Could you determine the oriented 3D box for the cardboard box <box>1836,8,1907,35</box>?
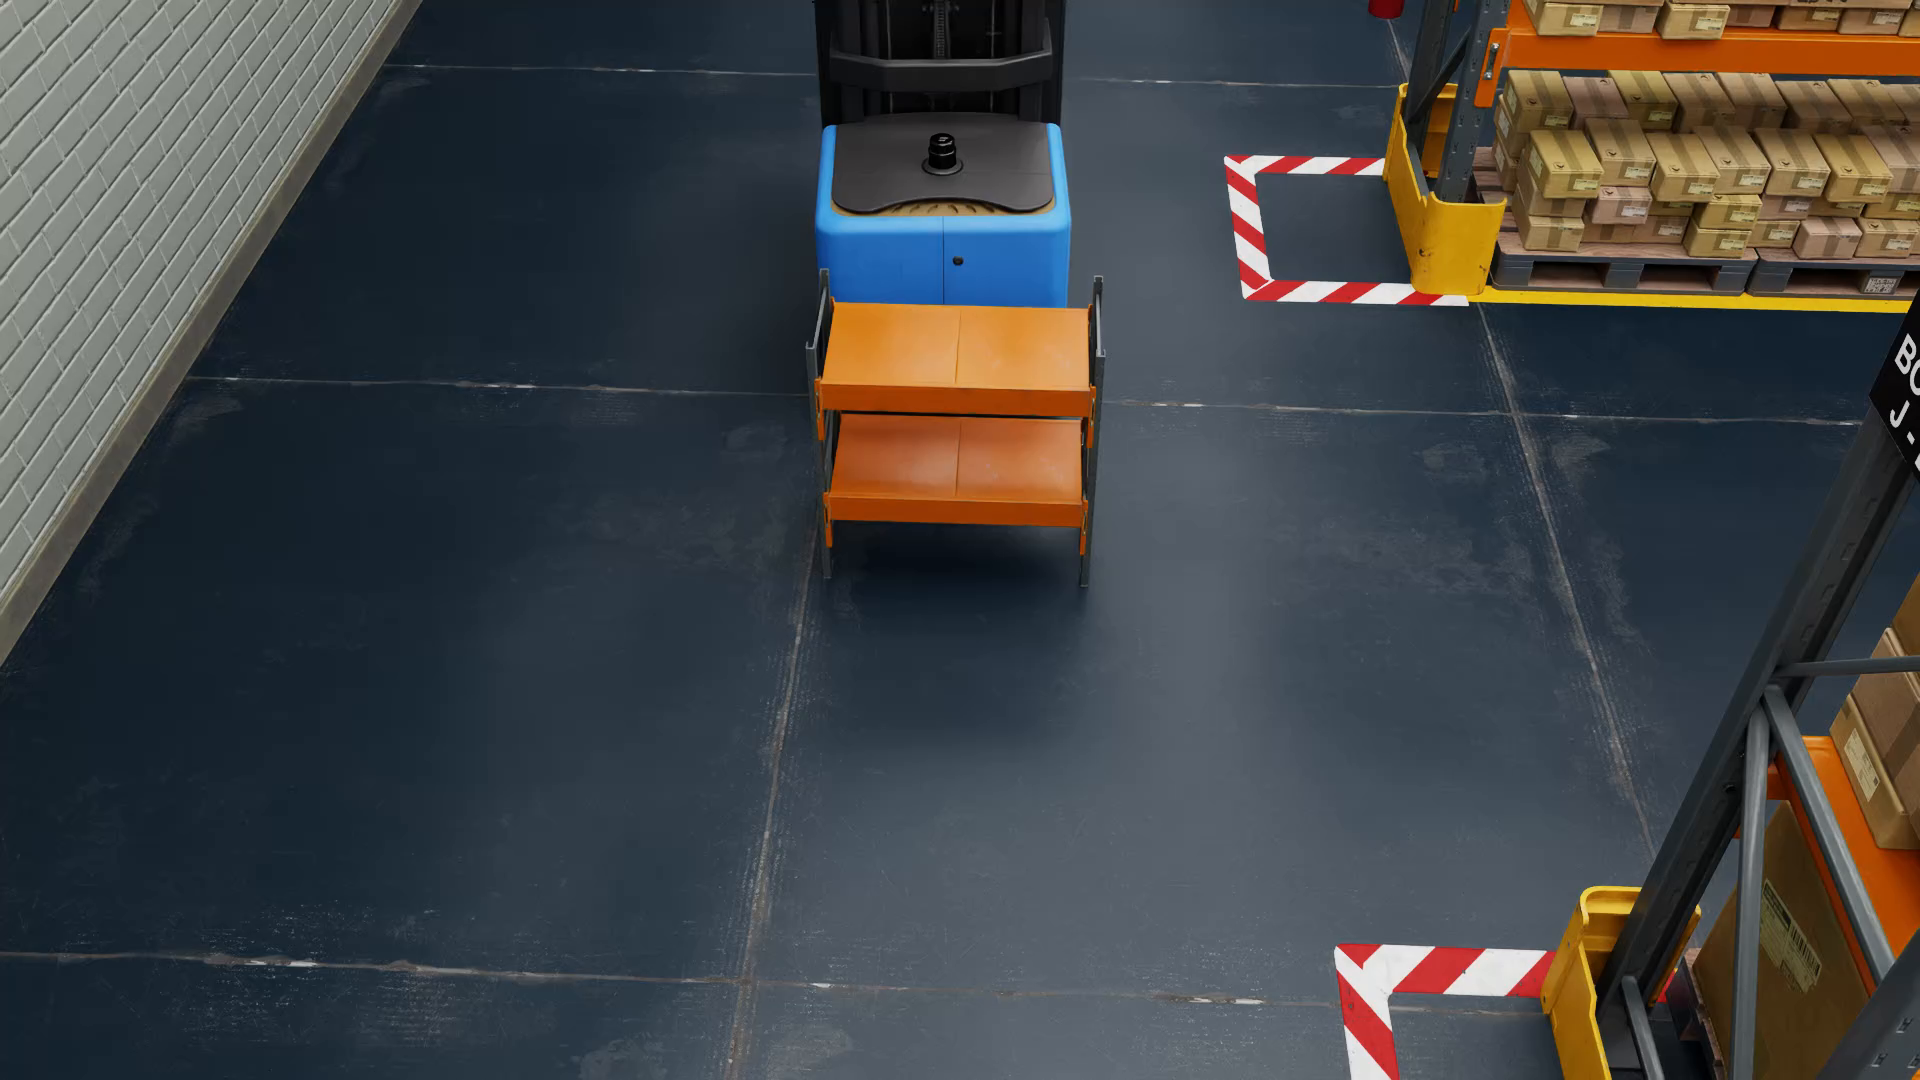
[{"bbox_3d":[3.927,-2.363,7.271,0.250,0.149,0.380,1,43,1],"label":"cardboard box"}]

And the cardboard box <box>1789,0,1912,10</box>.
[{"bbox_3d":[3.776,-2.600,7.049,0.500,0.500,0.500,2,43,2],"label":"cardboard box"}]

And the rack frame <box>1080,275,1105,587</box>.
[{"bbox_3d":[0.501,-0.396,6.350,0.032,1.125,0.500,2,43,2],"label":"rack frame"}]

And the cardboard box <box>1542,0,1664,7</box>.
[{"bbox_3d":[2.751,-2.623,7.073,0.500,0.500,0.500,4,43,4],"label":"cardboard box"}]

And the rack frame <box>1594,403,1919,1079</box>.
[{"bbox_3d":[1.991,0.695,3.803,0.127,3.000,1.000,2,43,2],"label":"rack frame"}]

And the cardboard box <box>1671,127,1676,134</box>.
[{"bbox_3d":[3.638,-1.984,8.244,0.250,0.149,0.380,1,43,1],"label":"cardboard box"}]

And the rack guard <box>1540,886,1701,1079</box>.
[{"bbox_3d":[1.967,1.609,4.656,0.348,0.500,1.175,2,43,2],"label":"rack guard"}]

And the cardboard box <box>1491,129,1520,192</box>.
[{"bbox_3d":[2.850,-1.916,8.389,0.250,0.149,0.380,2,43,3],"label":"cardboard box"}]

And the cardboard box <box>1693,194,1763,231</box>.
[{"bbox_3d":[3.598,-1.632,7.866,0.250,0.149,0.380,3,43,3],"label":"cardboard box"}]

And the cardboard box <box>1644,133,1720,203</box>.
[{"bbox_3d":[3.350,-1.739,7.763,0.250,0.149,0.380,2,43,2],"label":"cardboard box"}]

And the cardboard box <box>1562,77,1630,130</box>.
[{"bbox_3d":[3.104,-2.117,8.169,0.250,0.149,0.380,3,43,3],"label":"cardboard box"}]

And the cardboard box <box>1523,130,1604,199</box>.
[{"bbox_3d":[2.823,-1.760,7.786,0.250,0.149,0.380,0,43,0],"label":"cardboard box"}]

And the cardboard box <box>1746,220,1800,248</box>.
[{"bbox_3d":[3.847,-1.575,8.024,0.250,0.149,0.380,2,43,2],"label":"cardboard box"}]

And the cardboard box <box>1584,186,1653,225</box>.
[{"bbox_3d":[3.098,-1.661,7.898,0.250,0.149,0.380,2,43,2],"label":"cardboard box"}]

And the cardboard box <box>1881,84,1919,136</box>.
[{"bbox_3d":[4.661,-2.067,8.116,0.250,0.149,0.380,0,43,0],"label":"cardboard box"}]

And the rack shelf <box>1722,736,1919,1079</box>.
[{"bbox_3d":[3.989,1.020,3.983,4.000,0.370,1.077,2,43,2],"label":"rack shelf"}]

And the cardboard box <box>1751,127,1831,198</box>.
[{"bbox_3d":[3.878,-1.772,7.799,0.250,0.149,0.380,3,43,4],"label":"cardboard box"}]

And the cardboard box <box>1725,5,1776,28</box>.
[{"bbox_3d":[3.412,-2.415,7.326,0.250,0.149,0.380,4,43,4],"label":"cardboard box"}]

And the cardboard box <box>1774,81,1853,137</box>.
[{"bbox_3d":[4.153,-2.091,8.140,0.250,0.149,0.380,0,43,0],"label":"cardboard box"}]

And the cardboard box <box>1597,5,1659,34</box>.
[{"bbox_3d":[2.880,-2.375,7.283,0.250,0.149,0.380,3,43,3],"label":"cardboard box"}]

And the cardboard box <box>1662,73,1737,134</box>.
[{"bbox_3d":[3.624,-2.144,8.198,0.250,0.149,0.380,0,43,0],"label":"cardboard box"}]

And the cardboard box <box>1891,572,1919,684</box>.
[{"bbox_3d":[2.489,0.203,3.674,0.500,0.500,0.500,2,43,2],"label":"cardboard box"}]

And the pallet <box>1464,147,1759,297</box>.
[{"bbox_3d":[3.201,-1.608,8.321,1.213,0.211,1.003,2,43,2],"label":"pallet"}]

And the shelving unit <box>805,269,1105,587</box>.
[{"bbox_3d":[-0.007,-0.412,6.367,1.048,1.125,0.538,2,43,2],"label":"shelving unit"}]

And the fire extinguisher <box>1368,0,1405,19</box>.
[{"bbox_3d":[2.084,-2.837,7.925,0.183,0.674,0.296,2,43,2],"label":"fire extinguisher"}]

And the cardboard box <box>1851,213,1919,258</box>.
[{"bbox_3d":[4.370,-1.517,7.962,0.250,0.149,0.380,2,43,2],"label":"cardboard box"}]

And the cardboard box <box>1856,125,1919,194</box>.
[{"bbox_3d":[4.394,-1.791,7.819,0.250,0.149,0.380,2,43,2],"label":"cardboard box"}]

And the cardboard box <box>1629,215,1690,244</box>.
[{"bbox_3d":[3.338,-1.601,8.051,0.250,0.149,0.380,2,43,2],"label":"cardboard box"}]

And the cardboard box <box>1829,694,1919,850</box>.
[{"bbox_3d":[2.361,0.574,4.118,0.250,0.149,0.380,3,43,3],"label":"cardboard box"}]

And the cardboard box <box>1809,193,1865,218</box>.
[{"bbox_3d":[4.140,-1.708,7.948,0.250,0.149,0.380,4,43,4],"label":"cardboard box"}]

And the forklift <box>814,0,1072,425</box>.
[{"bbox_3d":[-0.090,-2.546,7.333,1.130,2.935,3.031,-1,43,-1],"label":"forklift"}]

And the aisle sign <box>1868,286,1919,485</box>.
[{"bbox_3d":[1.932,-0.463,3.139,0.004,0.787,0.394,2,43,2],"label":"aisle sign"}]

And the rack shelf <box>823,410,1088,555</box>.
[{"bbox_3d":[-0.007,-0.233,6.533,1.000,0.278,0.538,2,43,2],"label":"rack shelf"}]

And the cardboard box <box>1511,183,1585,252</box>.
[{"bbox_3d":[2.824,-1.556,8.003,0.250,0.149,0.380,3,43,3],"label":"cardboard box"}]

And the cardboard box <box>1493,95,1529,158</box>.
[{"bbox_3d":[2.855,-2.077,8.344,0.250,0.149,0.380,1,43,1],"label":"cardboard box"}]
